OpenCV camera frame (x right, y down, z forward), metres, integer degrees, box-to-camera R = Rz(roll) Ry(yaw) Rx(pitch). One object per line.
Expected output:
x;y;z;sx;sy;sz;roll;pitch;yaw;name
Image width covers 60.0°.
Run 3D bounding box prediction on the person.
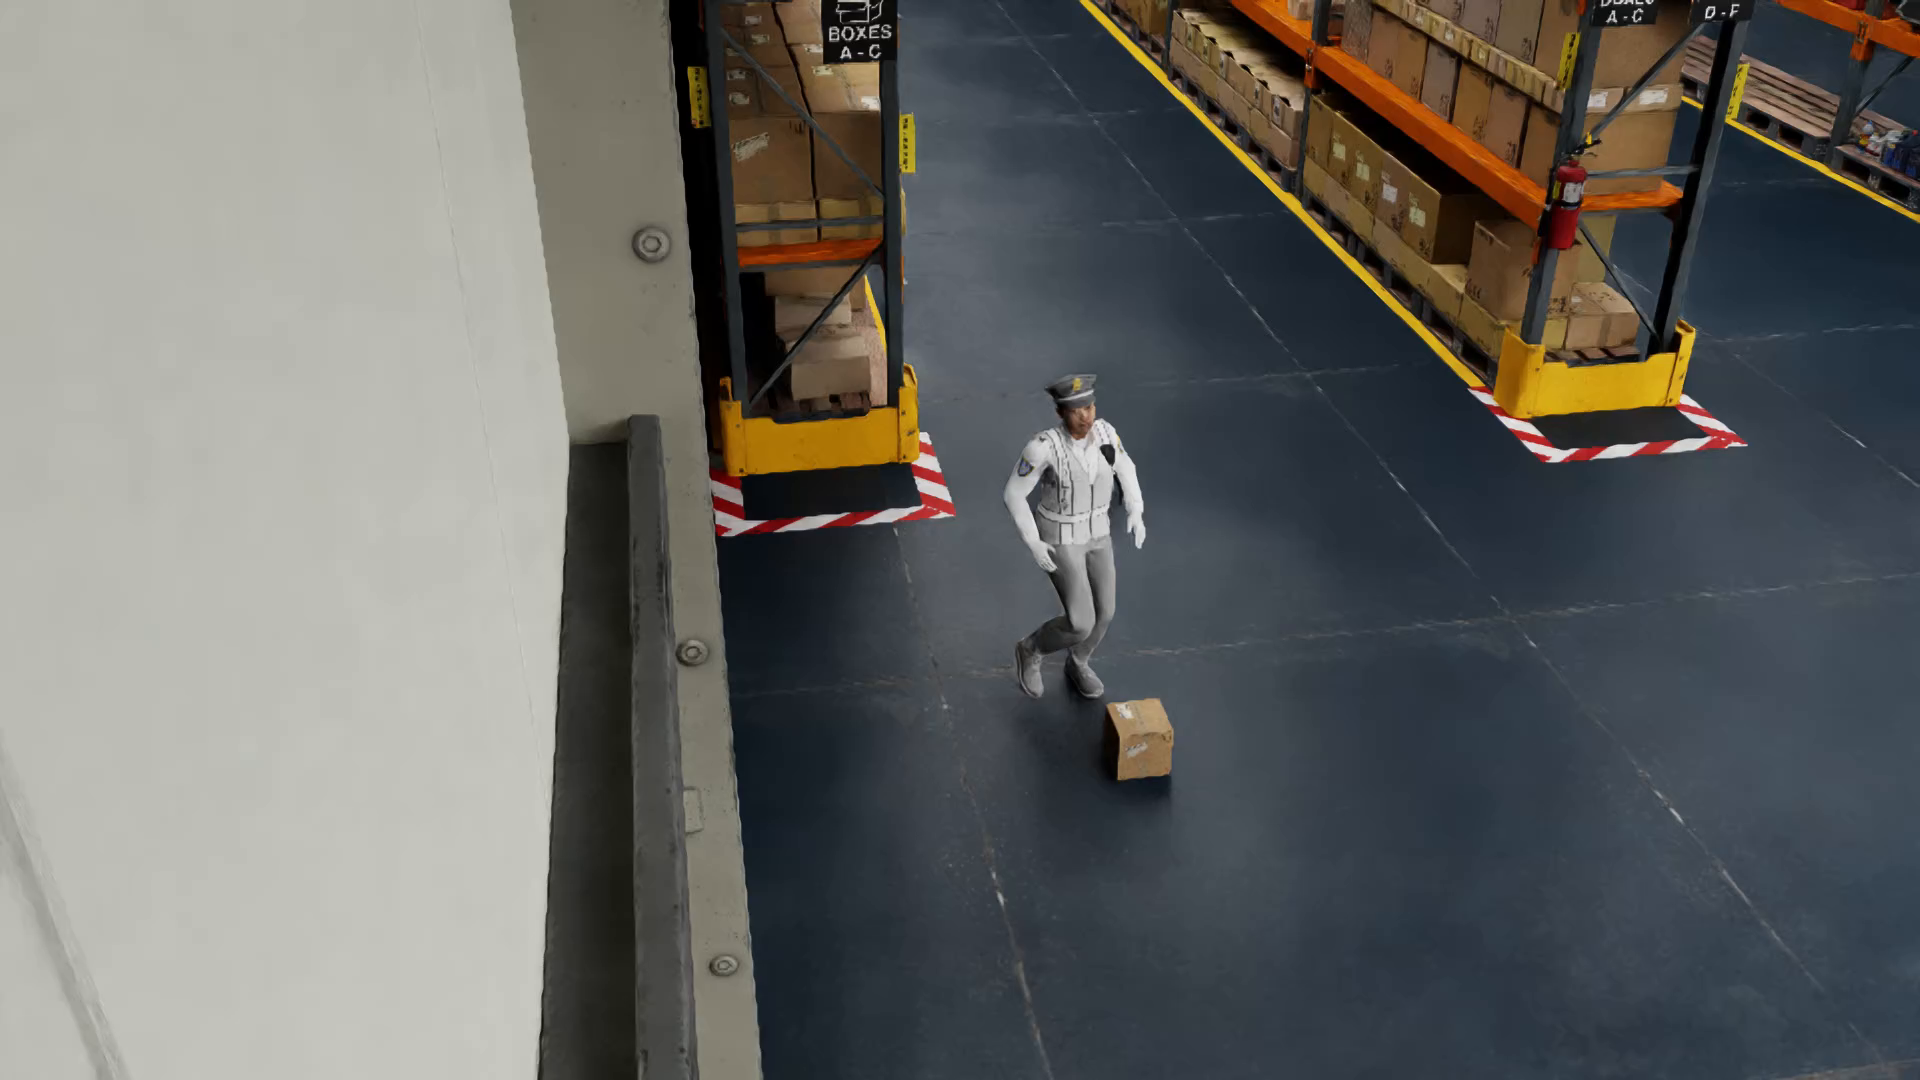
0.575;-0.002;7.643;0.661;1.667;0.465;-22;37;-32;person
